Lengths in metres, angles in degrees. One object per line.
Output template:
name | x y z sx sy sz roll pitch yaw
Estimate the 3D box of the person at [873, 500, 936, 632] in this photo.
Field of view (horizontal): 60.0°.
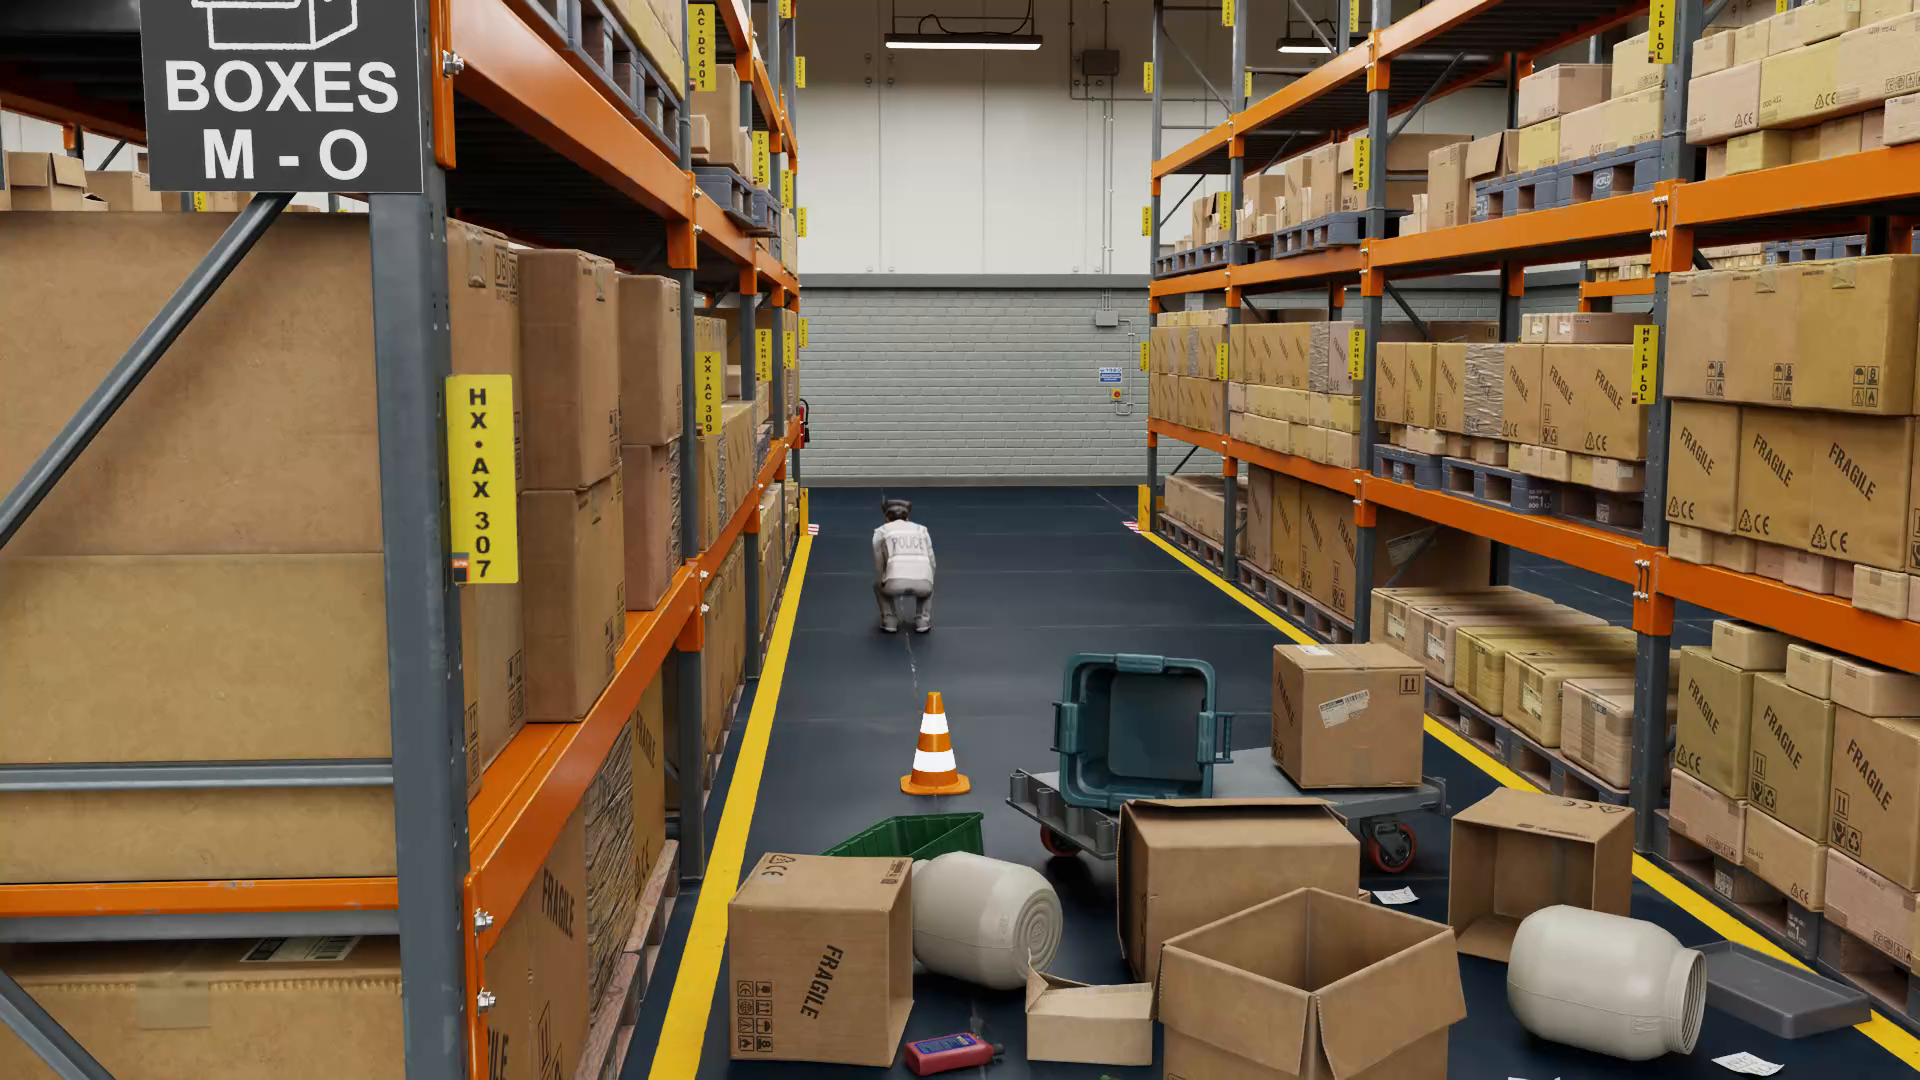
person | -0.416 0.192 12.613 0.491 0.969 0.828 -1 7 -4
